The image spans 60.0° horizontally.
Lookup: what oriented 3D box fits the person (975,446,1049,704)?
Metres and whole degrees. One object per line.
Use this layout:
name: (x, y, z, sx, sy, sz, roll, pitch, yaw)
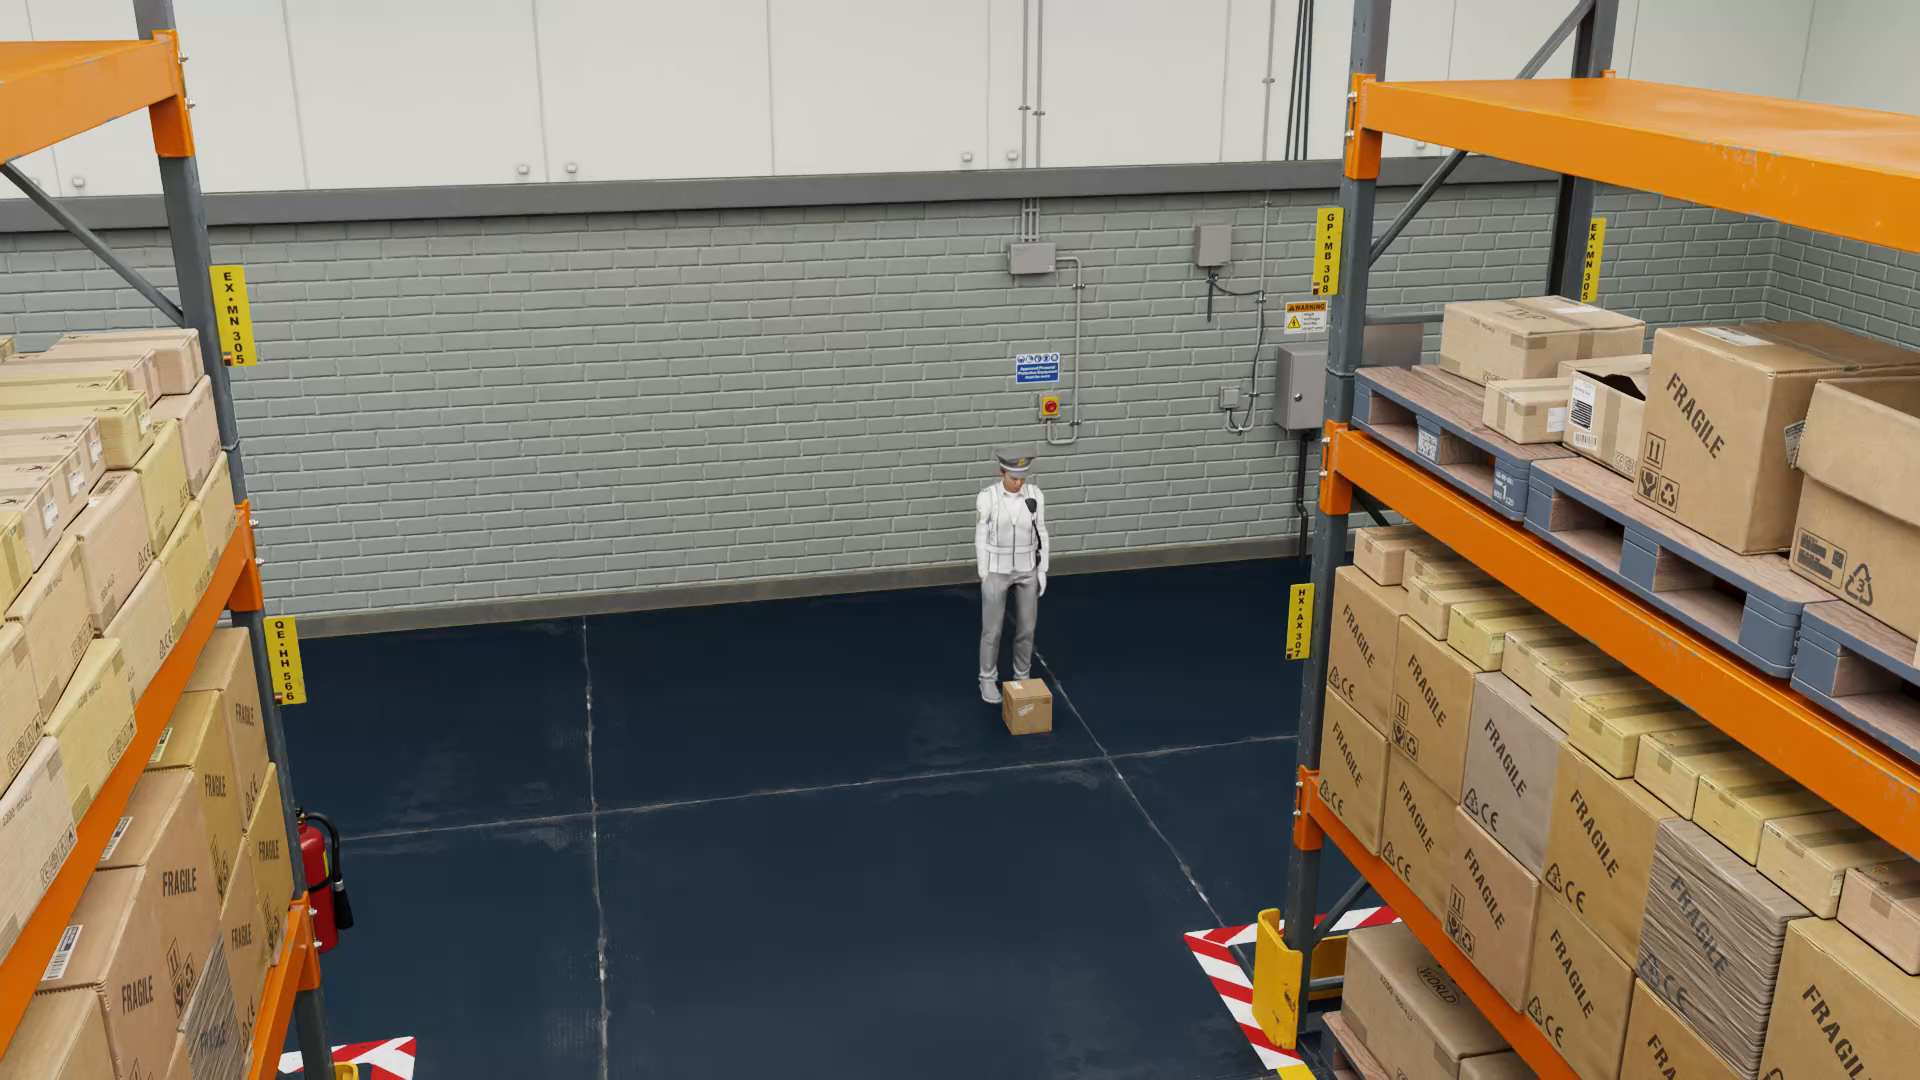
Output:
person: (0.332, 0.216, 10.484, 0.471, 1.663, 0.327, -4, 20, -11)
